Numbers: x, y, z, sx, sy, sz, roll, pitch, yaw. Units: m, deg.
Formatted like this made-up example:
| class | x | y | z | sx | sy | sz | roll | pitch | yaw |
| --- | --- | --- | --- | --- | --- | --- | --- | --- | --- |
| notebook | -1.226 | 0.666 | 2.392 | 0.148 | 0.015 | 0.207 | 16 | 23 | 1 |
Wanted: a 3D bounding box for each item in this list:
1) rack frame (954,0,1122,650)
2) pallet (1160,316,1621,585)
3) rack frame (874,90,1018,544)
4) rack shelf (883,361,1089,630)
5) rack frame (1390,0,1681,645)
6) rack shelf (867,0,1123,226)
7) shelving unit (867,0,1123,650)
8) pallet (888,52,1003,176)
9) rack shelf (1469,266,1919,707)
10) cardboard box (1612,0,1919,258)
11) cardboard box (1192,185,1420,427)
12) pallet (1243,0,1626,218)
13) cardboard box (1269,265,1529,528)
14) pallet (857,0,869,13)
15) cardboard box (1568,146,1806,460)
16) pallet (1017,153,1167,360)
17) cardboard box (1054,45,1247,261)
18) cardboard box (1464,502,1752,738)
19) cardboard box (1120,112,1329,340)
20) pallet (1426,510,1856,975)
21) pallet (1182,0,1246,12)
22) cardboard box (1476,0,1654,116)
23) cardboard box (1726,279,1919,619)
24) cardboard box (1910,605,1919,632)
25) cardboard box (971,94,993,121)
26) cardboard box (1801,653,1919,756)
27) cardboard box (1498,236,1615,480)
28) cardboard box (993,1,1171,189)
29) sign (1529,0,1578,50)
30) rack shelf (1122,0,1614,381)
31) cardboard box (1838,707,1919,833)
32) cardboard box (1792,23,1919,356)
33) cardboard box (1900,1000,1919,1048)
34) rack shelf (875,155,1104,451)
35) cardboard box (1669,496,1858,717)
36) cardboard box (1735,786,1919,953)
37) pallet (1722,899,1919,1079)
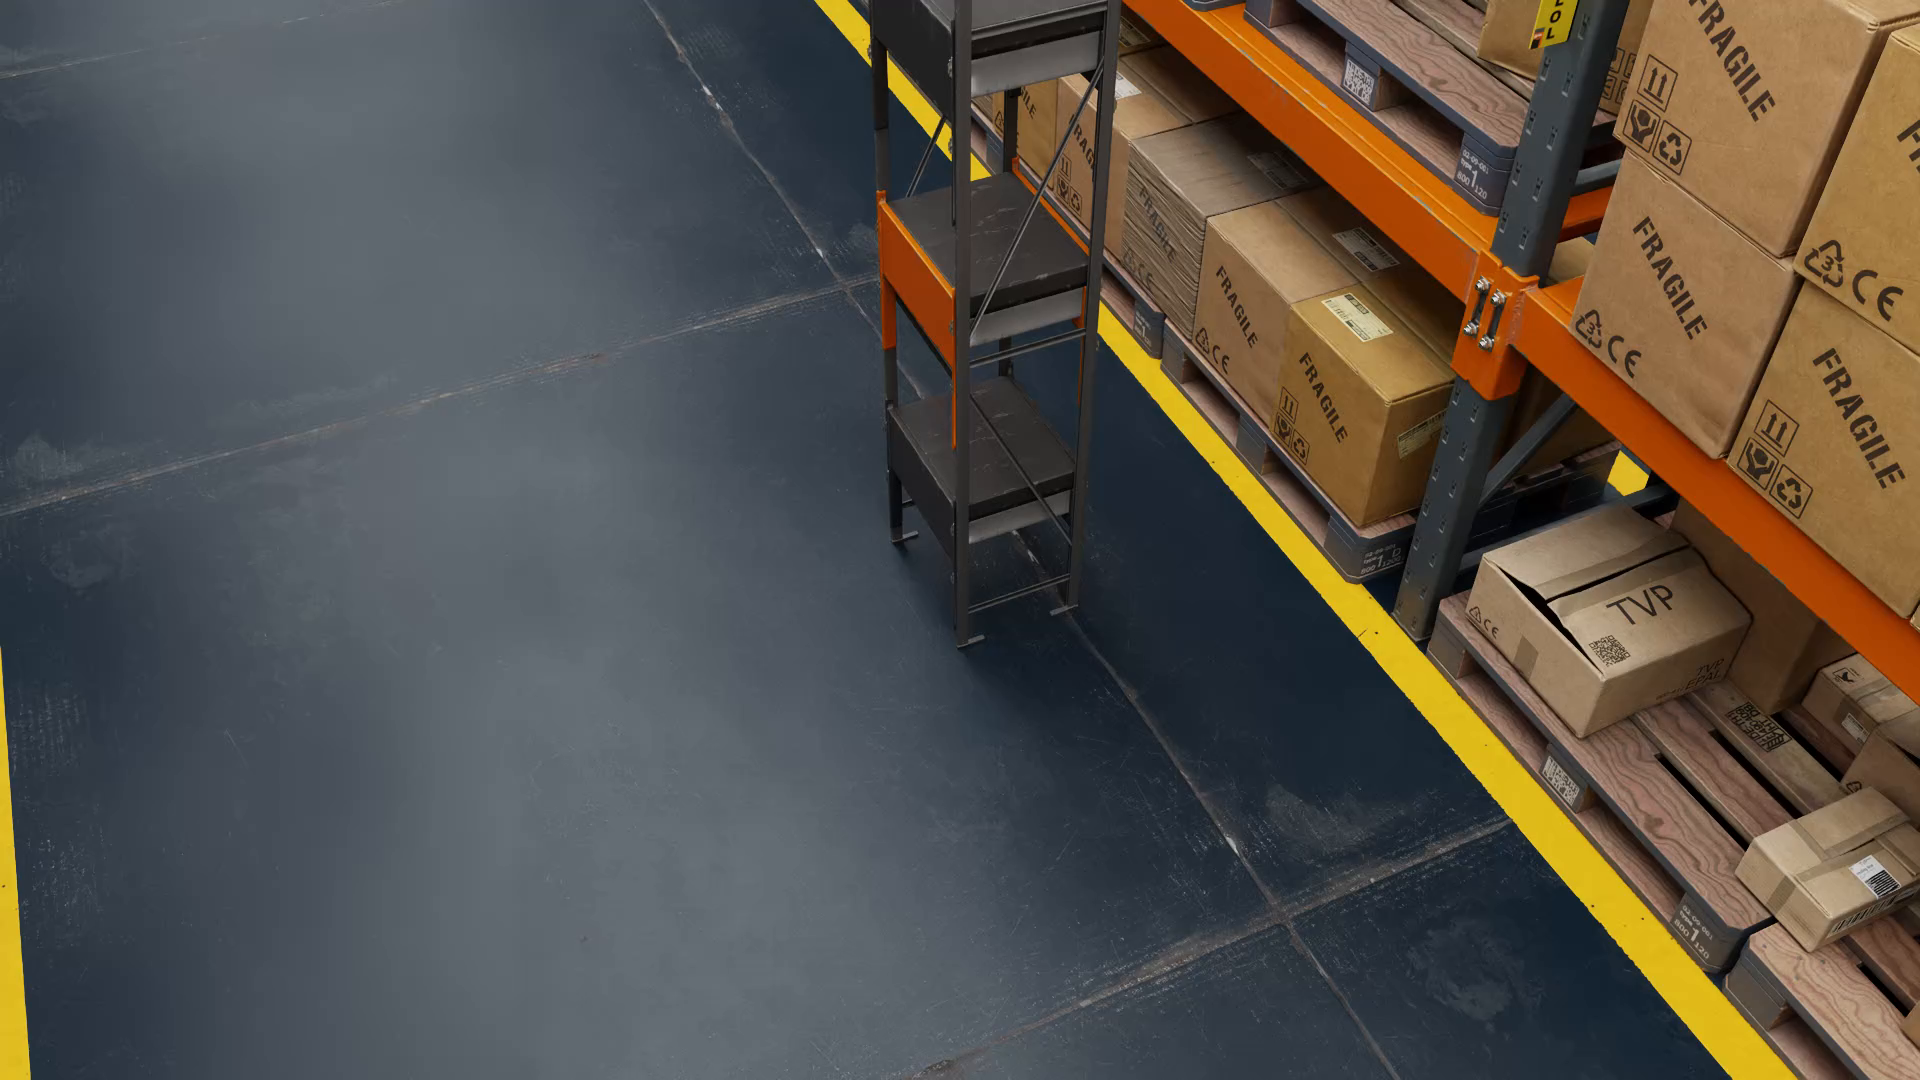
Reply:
| class | x | y | z | sx | sy | sz | roll | pitch | yaw |
| --- | --- | --- | --- | --- | --- | --- | --- | --- | --- |
| rack frame | 0.172 | -0.486 | 4.248 | 0.400 | 2.100 | 0.015 | -18 | 47 | -17 |
| pallet | 1.402 | -0.459 | 5.565 | 1.003 | 0.211 | 1.213 | -18 | 47 | -17 |
| rack frame | -0.033 | -0.797 | 4.563 | 0.400 | 2.100 | 0.015 | -18 | 47 | -17 |
| rack shelf | 0.070 | -0.134 | 4.907 | 0.431 | 0.518 | 0.480 | -18 | 47 | -17 |
| rack frame | 1.778 | -0.944 | 4.071 | 1.000 | 3.000 | 0.127 | -18 | 47 | -17 |
| rack shelf | 0.070 | -1.130 | 3.924 | 0.431 | 0.518 | 0.480 | -18 | 47 | -17 |
| shelving unit | 0.070 | -0.642 | 4.406 | 0.431 | 2.100 | 0.503 | -18 | 47 | -17 |
| pallet | 0.376 | -2.014 | 7.141 | 1.003 | 0.211 | 1.213 | -18 | 47 | -17 |
| rack shelf | 2.619 | 0.586 | 3.032 | 1.077 | 0.370 | 4.000 | -18 | 47 | -17 |
| cardboard box | 1.721 | -0.952 | 3.296 | 0.500 | 0.500 | 0.500 | -17 | 47 | -16 |
| cardboard box | 1.110 | -0.758 | 5.349 | 0.500 | 0.500 | 0.500 | -18 | 47 | -17 |
| pallet | 1.541 | -1.417 | 4.687 | 1.003 | 0.211 | 1.213 | -18 | 47 | -17 |
| cardboard box | 1.310 | -0.441 | 5.028 | 0.500 | 0.500 | 0.500 | -18 | 47 | -18 |
| pallet | -0.215 | -3.037 | 8.177 | 1.003 | 0.211 | 1.213 | -18 | 47 | -17 |
| cardboard box | 1.745 | -0.575 | 3.625 | 0.500 | 0.500 | 0.500 | -17 | 47 | -16 |
| pallet | 0.885 | -1.237 | 6.354 | 1.003 | 0.211 | 1.213 | -18 | 47 | -17 |
| cardboard box | 0.684 | -1.401 | 6.001 | 0.500 | 0.500 | 0.500 | -20 | 48 | -19 |
| cardboard box | 1.758 | 0.188 | 4.525 | 0.500 | 0.311 | 0.500 | -18 | 47 | -17 |
| cardboard box | 0.900 | -1.078 | 5.673 | 0.500 | 0.500 | 0.500 | -17 | 47 | -17 |
| pallet | 2.066 | 0.486 | 4.607 | 1.003 | 0.211 | 1.213 | -18 | 47 | -17 |
| pallet | 0.918 | -2.187 | 5.467 | 1.003 | 0.211 | 1.213 | -18 | 47 | -17 |
| cardboard box | 1.782 | -1.497 | 4.262 | 0.700 | 0.500 | 0.500 | -34 | 54 | -30 |
| cardboard box | 1.963 | -0.249 | 3.296 | 0.500 | 0.500 | 0.500 | -17 | 47 | -17 |
| cardboard box | 2.172 | 0.070 | 2.972 | 0.500 | 0.500 | 0.500 | -18 | 47 | -18 |
| cardboard box | 0.253 | -2.054 | 6.662 | 0.500 | 0.500 | 0.500 | -20 | 48 | -19 |
| cardboard box | 2.487 | 0.415 | 4.411 | 0.380 | 0.149 | 0.250 | -18 | 47 | -17 |
| cardboard box | 1.796 | -0.591 | 5.180 | 0.500 | 0.500 | 0.500 | -20 | 48 | -19 |
| cardboard box | 0.460 | -1.733 | 6.337 | 0.500 | 0.500 | 0.500 | -19 | 48 | -18 |
| sign | 1.276 | -1.190 | 3.496 | 0.100 | 0.325 | 0.005 | -18 | 47 | -17 |
| rack shelf | 0.937 | -1.963 | 5.616 | 1.077 | 0.370 | 4.000 | -18 | 47 | -17 |
| cardboard box | 2.590 | 0.614 | 4.094 | 0.500 | 0.311 | 0.500 | -18 | 47 | -17 |
| cardboard box | 1.938 | -0.624 | 2.963 | 0.500 | 0.500 | 0.500 | -19 | 48 | -19 |
| cardboard box | 2.573 | 0.984 | 3.582 | 0.797 | 0.503 | 0.637 | -18 | 47 | -17 |
| rack shelf | 0.070 | -0.632 | 4.415 | 0.431 | 0.518 | 0.480 | -18 | 47 | -17 |
| cardboard box | 2.275 | 0.068 | 4.512 | 0.500 | 0.500 | 0.500 | -18 | 47 | -17 |
| cardboard box | 2.131 | 0.787 | 4.020 | 0.380 | 0.166 | 0.250 | -18 | 47 | -17 |
| pallet | 2.583 | 1.265 | 3.818 | 1.003 | 0.211 | 1.213 | -18 | 47 | -17 |
